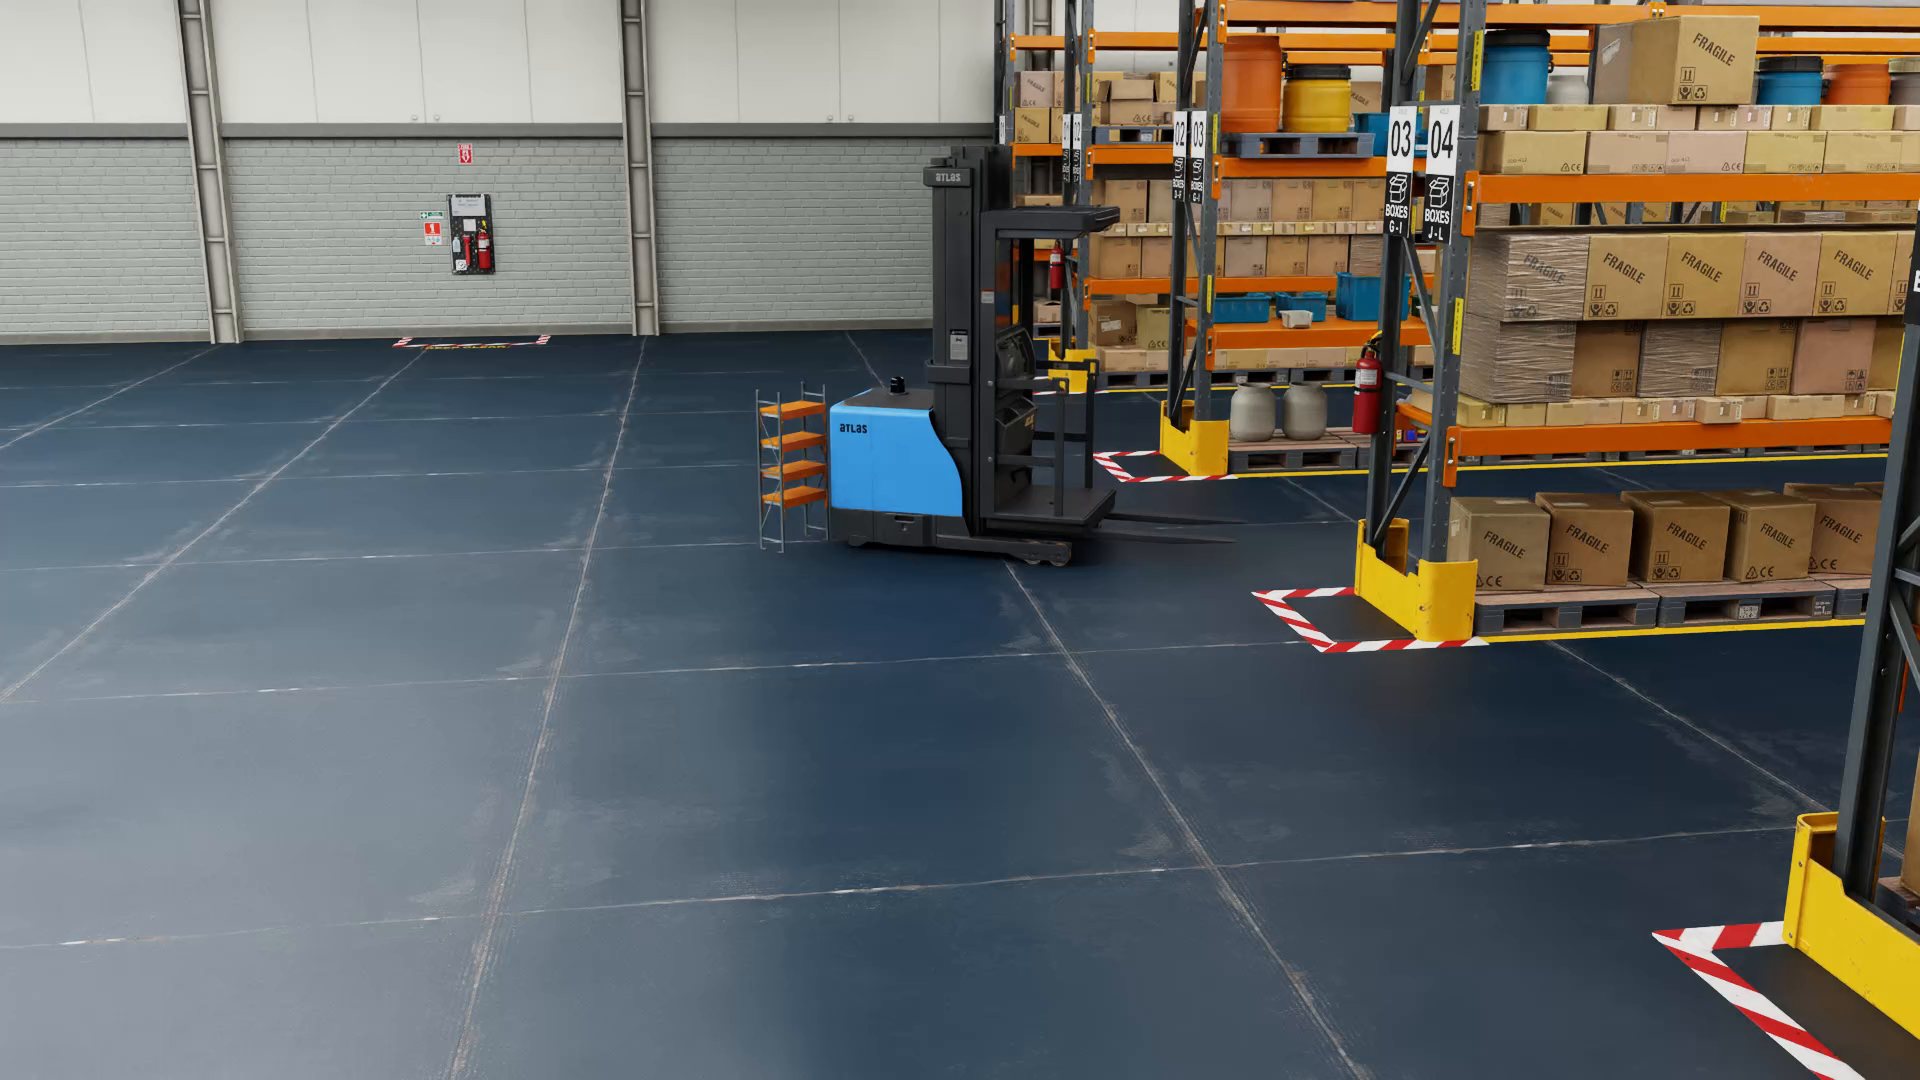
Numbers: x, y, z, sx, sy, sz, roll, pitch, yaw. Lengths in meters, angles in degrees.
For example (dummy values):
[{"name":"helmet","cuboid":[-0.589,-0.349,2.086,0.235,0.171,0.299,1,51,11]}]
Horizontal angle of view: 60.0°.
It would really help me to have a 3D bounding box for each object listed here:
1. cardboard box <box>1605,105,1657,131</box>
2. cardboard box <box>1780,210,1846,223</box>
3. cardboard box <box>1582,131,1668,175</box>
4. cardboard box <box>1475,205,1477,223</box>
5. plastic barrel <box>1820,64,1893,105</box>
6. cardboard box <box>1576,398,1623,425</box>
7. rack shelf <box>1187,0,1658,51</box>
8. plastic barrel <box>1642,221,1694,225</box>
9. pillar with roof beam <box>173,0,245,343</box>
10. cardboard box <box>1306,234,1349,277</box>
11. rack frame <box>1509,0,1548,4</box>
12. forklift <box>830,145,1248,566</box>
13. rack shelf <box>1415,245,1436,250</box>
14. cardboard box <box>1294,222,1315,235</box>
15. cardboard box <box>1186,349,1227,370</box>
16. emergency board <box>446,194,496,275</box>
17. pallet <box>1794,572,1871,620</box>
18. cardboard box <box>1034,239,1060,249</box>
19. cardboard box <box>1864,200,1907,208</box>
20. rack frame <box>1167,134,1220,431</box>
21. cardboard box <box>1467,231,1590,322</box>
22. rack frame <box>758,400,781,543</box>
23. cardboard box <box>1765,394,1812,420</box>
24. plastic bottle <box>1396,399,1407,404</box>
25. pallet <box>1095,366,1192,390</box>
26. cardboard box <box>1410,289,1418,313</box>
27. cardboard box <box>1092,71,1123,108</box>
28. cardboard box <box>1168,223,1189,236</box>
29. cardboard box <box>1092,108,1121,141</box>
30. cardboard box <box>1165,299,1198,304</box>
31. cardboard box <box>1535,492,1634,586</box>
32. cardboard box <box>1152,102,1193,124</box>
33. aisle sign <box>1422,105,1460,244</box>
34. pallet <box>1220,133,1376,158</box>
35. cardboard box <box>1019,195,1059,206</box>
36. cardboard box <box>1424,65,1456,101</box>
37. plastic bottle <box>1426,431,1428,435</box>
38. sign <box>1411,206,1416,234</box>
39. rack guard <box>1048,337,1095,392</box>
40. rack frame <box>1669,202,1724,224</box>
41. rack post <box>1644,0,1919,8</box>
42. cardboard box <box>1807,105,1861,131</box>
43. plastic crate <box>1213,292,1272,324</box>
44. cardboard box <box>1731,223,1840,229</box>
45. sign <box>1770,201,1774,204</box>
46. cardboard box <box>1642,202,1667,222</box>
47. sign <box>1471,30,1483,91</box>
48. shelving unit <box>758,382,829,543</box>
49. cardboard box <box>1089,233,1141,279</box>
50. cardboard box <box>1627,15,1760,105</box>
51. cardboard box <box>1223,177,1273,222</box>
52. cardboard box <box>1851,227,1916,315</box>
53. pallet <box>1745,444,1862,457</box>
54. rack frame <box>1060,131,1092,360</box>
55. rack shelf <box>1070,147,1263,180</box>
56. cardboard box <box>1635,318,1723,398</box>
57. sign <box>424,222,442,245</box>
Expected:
[{"name":"cardboard box","cuboid":[3.938,-2.517,9.916,0.250,0.149,0.380,-2,14,-6]},{"name":"cardboard box","cuboid":[10.827,-3.932,21.165,0.500,0.500,0.700,1,14,2]},{"name":"cardboard box","cuboid":[3.873,-2.327,9.978,0.500,0.250,0.500,-2,14,-10]},{"name":"cardboard box","cuboid":[7.534,-5.050,25.581,0.500,0.500,0.700,-3,14,-14]},{"name":"plastic barrel","cuboid":[8.531,-4.113,15.907,0.708,0.830,0.600,-2,14,-8]},{"name":"cardboard box","cuboid":[3.910,-0.825,10.361,0.250,0.149,0.380,-2,14,-8]},{"name":"rack shelf","cuboid":[4.089,-4.601,14.869,4.000,0.370,1.077,-2,14,-8]},{"name":"plastic barrel","cuboid":[6.494,-2.490,15.455,0.708,0.901,0.600,-2,14,-8]},{"name":"pillar with roof beam","cuboid":[-10.026,-6.217,19.013,0.400,9.000,9.100,-2,14,-8]},{"name":"cardboard box","cuboid":[4.374,-3.508,20.338,0.500,0.500,0.700,-2,14,-9]},{"name":"rack frame","cuboid":[8.546,-7.744,25.102,0.127,3.000,1.000,-2,14,-8]},{"name":"forklift","cuboid":[5.302,0.486,4.759,16.498,2.935,13.043,4,15,16]},{"name":"rack shelf","cuboid":[6.569,-4.413,25.630,4.000,0.370,1.077,-2,14,-8]},{"name":"cardboard box","cuboid":[4.089,-3.763,20.021,0.250,0.149,0.380,-2,14,-9]},{"name":"cardboard box","cuboid":[2.929,-2.226,20.220,0.500,0.250,0.500,-2,14,-8]},{"name":"emergency board","cuboid":[-7.183,-4.480,24.419,0.643,1.169,0.194,-2,14,-8]},{"name":"pallet","cuboid":[6.146,0.271,11.209,1.213,0.211,1.003,-2,14,-8]},{"name":"cardboard box","cuboid":[1.165,-4.422,24.457,0.500,0.250,0.500,-3,14,-10]},{"name":"cardboard box","cuboid":[14.481,-5.194,26.650,0.700,0.700,0.980,-3,14,-11]},{"name":"rack frame","cuboid":[2.112,-2.161,15.173,0.127,3.000,1.000,-2,14,-8]},{"name":"cardboard box","cuboid":[3.434,-1.602,10.071,0.500,0.500,0.500,-2,14,-8]},{"name":"rack frame","cuboid":[-1.397,-0.502,12.257,0.228,1.046,0.006,11,18,36]},{"name":"cardboard box","cuboid":[5.150,-0.864,10.515,0.250,0.149,0.380,-2,14,-8]},{"name":"plastic bottle","cuboid":[4.253,-1.233,16.167,0.135,0.276,0.152,-2,14,-10]},{"name":"pallet","cuboid":[2.127,-2.038,20.414,1.213,0.211,1.003,-2,14,-8]},{"name":"cardboard box","cuboid":[6.828,-3.781,25.866,0.500,0.500,0.700,-2,14,-9]},{"name":"cardboard box","cuboid":[2.061,-6.525,24.106,0.500,0.500,0.500,-2,14,-7]},{"name":"cardboard box","cuboid":[2.555,-3.706,19.793,0.250,0.149,0.380,-2,14,-9]},{"name":"cardboard box","cuboid":[2.053,-6.040,24.227,0.500,0.500,0.500,-1,14,-6]},{"name":"cardboard box","cuboid":[2.850,-2.717,20.638,0.500,0.500,0.500,-2,14,-8]},{"name":"cardboard box","cuboid":[4.055,-0.010,10.869,0.500,0.500,0.500,2,14,6]},{"name":"cardboard box","cuboid":[2.477,-5.112,19.929,0.500,0.250,0.500,-2,14,-8]},{"name":"aisle sign","cuboid":[2.833,-2.156,9.810,0.004,0.787,0.394,-2,14,-8]},{"name":"pallet","cuboid":[2.944,-3.531,14.857,1.213,0.211,1.003,-2,14,-8]},{"name":"cardboard box","cuboid":[1.152,-4.790,24.381,0.500,0.500,0.500,-2,14,-8]},{"name":"cardboard box","cuboid":[5.948,-5.460,20.065,0.500,0.500,0.500,-2,14,-8]},{"name":"plastic bottle","cuboid":[4.389,-1.058,15.479,0.097,0.271,0.097,0,14,0]},{"name":"sign","cuboid":[5.417,-3.823,19.856,0.005,0.325,0.100,-2,14,-8]},{"name":"rack guard","cuboid":[1.354,-2.139,20.225,0.348,0.500,1.175,-2,14,-8]},{"name":"rack frame","cuboid":[9.288,-3.643,21.081,0.127,3.000,1.000,-2,14,-8]},{"name":"rack post","cuboid":[8.001,-5.405,15.364,3.121,1.000,1.013,-2,14,-8]},{"name":"cardboard box","cuboid":[5.224,-2.560,10.086,0.250,0.149,0.380,-1,14,-6]},{"name":"plastic crate","cuboid":[2.562,-2.179,15.551,0.616,0.251,0.499,-2,14,-8]},{"name":"cardboard box","cuboid":[5.333,-1.801,10.864,0.500,0.500,0.500,-2,14,-8]},{"name":"sign","cuboid":[12.592,-5.372,25.759,0.005,0.325,0.100,-2,14,-8]},{"name":"cardboard box","cuboid":[10.589,-5.048,25.825,0.500,0.500,0.500,-2,14,-7]},{"name":"sign","cuboid":[2.930,-2.718,9.431,0.005,0.325,0.100,-2,14,-8]},{"name":"shelving unit","cuboid":[-1.247,-0.549,12.446,0.258,1.200,0.499,11,18,36]},{"name":"cardboard box","cuboid":[1.841,-3.415,19.968,0.500,0.500,0.700,-2,14,-8]},{"name":"cardboard box","cuboid":[4.358,-2.849,9.904,0.500,0.500,0.500,-2,14,-9]},{"name":"cardboard box","cuboid":[3.406,-4.103,20.045,0.500,0.500,0.700,-2,14,-8]},{"name":"cardboard box","cuboid":[5.907,-1.692,10.428,0.500,0.500,0.500,-2,14,-8]},{"name":"pallet","cuboid":[8.047,-1.036,16.420,1.213,0.211,1.003,-2,14,-8]},{"name":"rack frame","cuboid":[1.377,-3.353,19.925,0.127,3.000,1.000,-2,14,-8]},{"name":"rack shelf","cuboid":[3.355,-4.531,19.936,4.000,0.370,1.077,-2,14,-8]},{"name":"cardboard box","cuboid":[4.375,-1.231,10.645,0.500,0.500,0.875,-2,14,-8]},{"name":"sign","cuboid":[-7.746,-4.502,24.433,0.234,0.329,0.001,-2,14,-8]}]
